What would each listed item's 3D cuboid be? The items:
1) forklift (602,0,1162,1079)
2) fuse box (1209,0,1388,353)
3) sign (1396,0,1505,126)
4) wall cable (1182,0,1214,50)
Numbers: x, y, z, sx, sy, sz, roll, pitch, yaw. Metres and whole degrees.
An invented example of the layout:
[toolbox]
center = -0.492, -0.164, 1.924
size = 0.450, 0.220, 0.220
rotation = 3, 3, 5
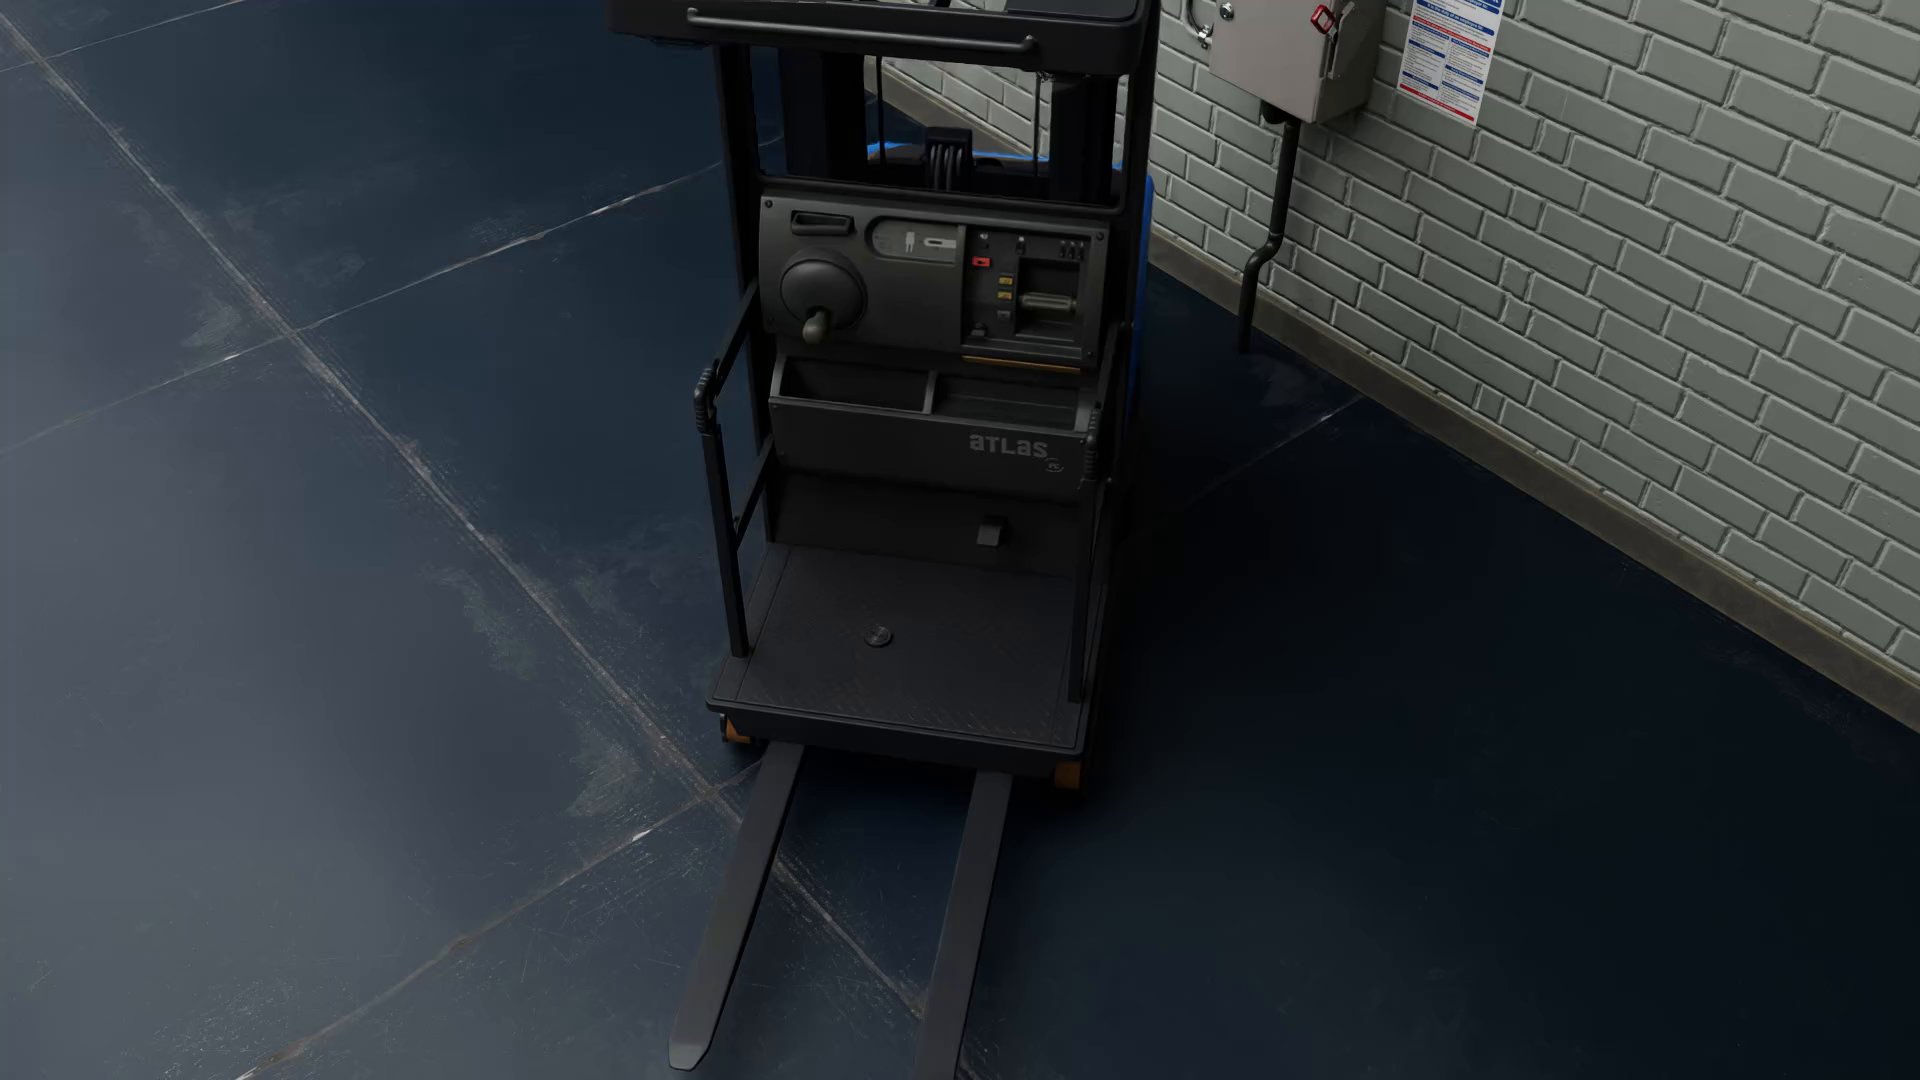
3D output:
[forklift]
center = -0.113, -0.600, 4.248
size = 1.130, 2.935, 3.031
rotation = 7, 44, 7
[fuse box]
center = 1.102, -1.350, 5.938
size = 0.414, 1.711, 0.539
rotation = -30, 51, -28
[sign]
center = 1.578, -1.617, 5.350
size = 0.001, 0.494, 0.329
rotation = -30, 51, -28
[wall cable]
center = 0.785, -2.618, 5.604
size = 0.122, 1.984, 0.588
rotation = -30, 51, -28
